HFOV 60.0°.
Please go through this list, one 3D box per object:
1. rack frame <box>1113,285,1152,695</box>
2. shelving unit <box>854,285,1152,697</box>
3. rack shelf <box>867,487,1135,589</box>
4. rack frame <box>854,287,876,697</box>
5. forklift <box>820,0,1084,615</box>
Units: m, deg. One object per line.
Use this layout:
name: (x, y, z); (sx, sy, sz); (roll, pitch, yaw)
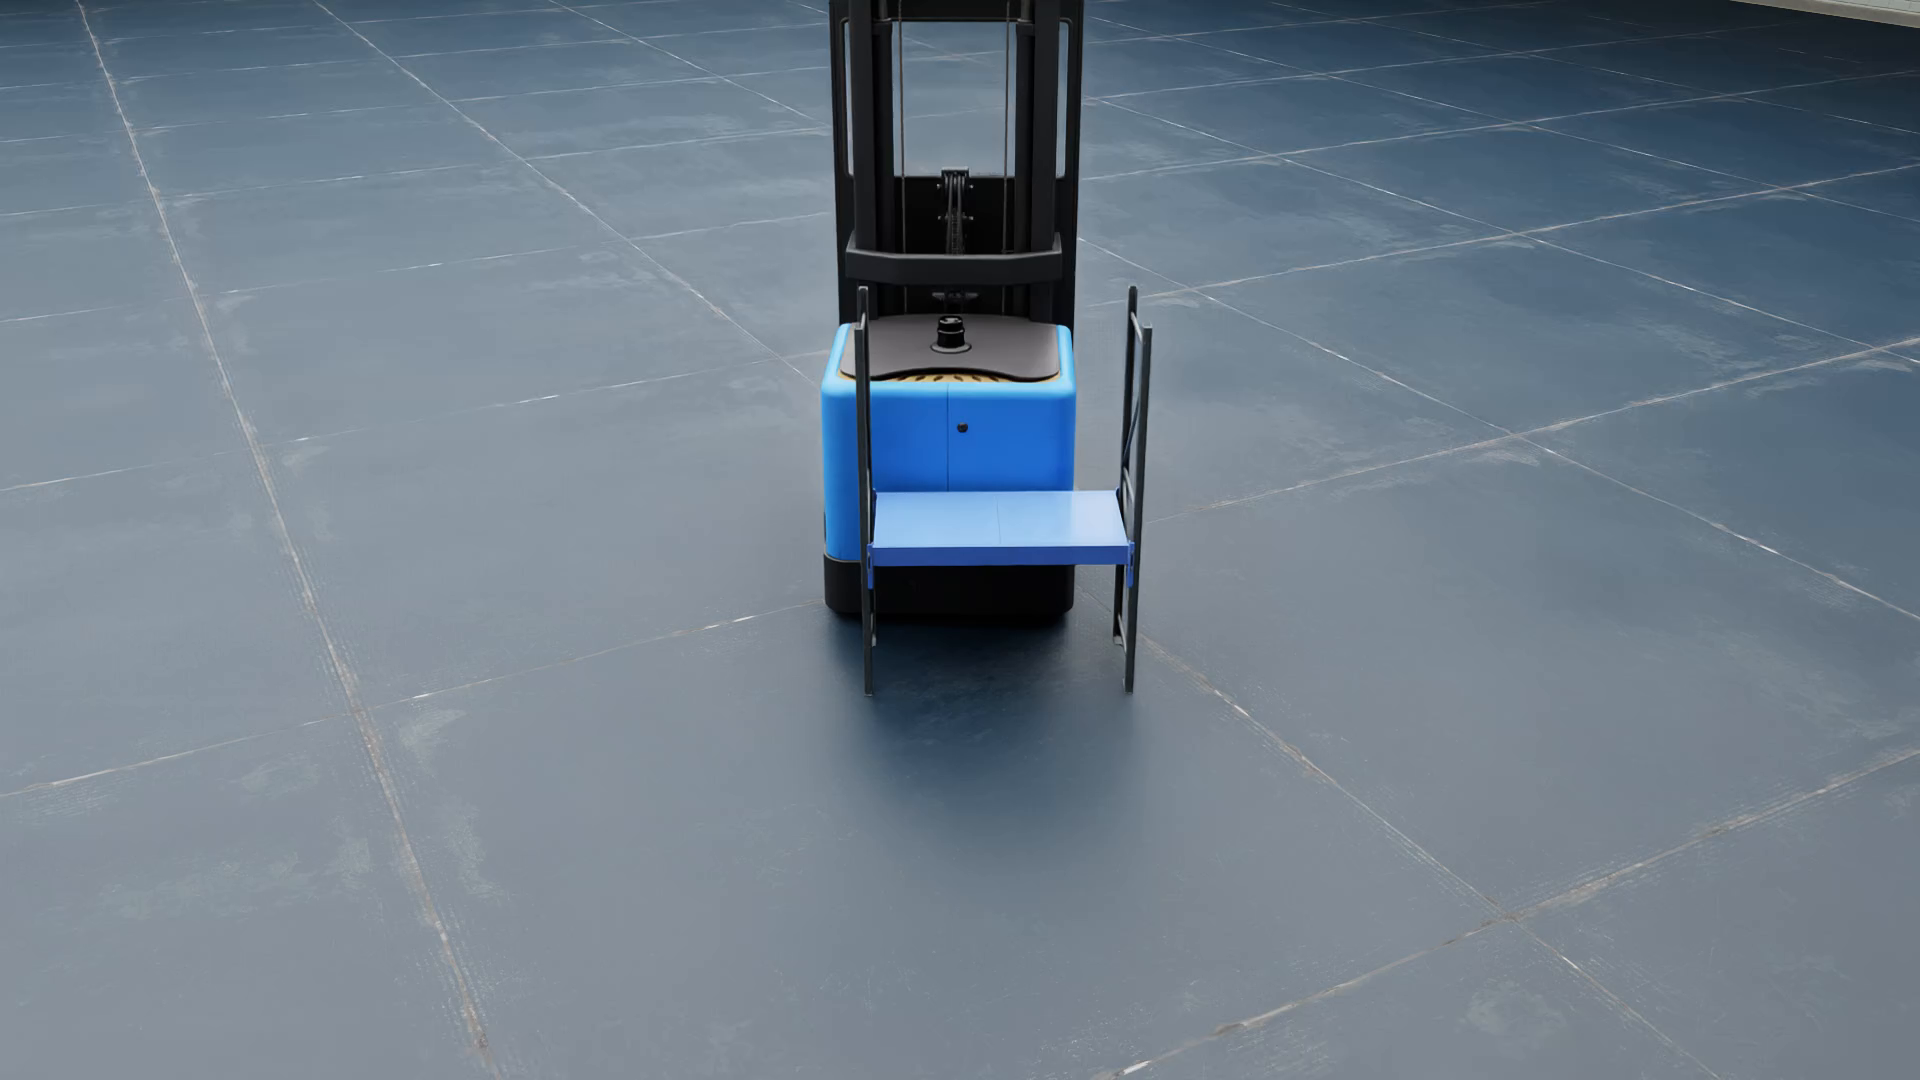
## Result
rack frame: (0.657, -0.179, 6.389); (0.032, 1.500, 0.500); (0, 26, -1)
shelving unit: (0.148, -0.175, 6.381); (1.048, 1.500, 0.538); (0, 26, -1)
rack shelf: (0.148, -0.013, 6.459); (1.000, 0.185, 0.538); (0, 26, -1)
rack frame: (-0.360, -0.172, 6.374); (0.032, 1.500, 0.500); (0, 26, -1)
forklift: (-0.008, -1.602, 7.701); (1.130, 2.935, 3.031); (1, 26, 1)
